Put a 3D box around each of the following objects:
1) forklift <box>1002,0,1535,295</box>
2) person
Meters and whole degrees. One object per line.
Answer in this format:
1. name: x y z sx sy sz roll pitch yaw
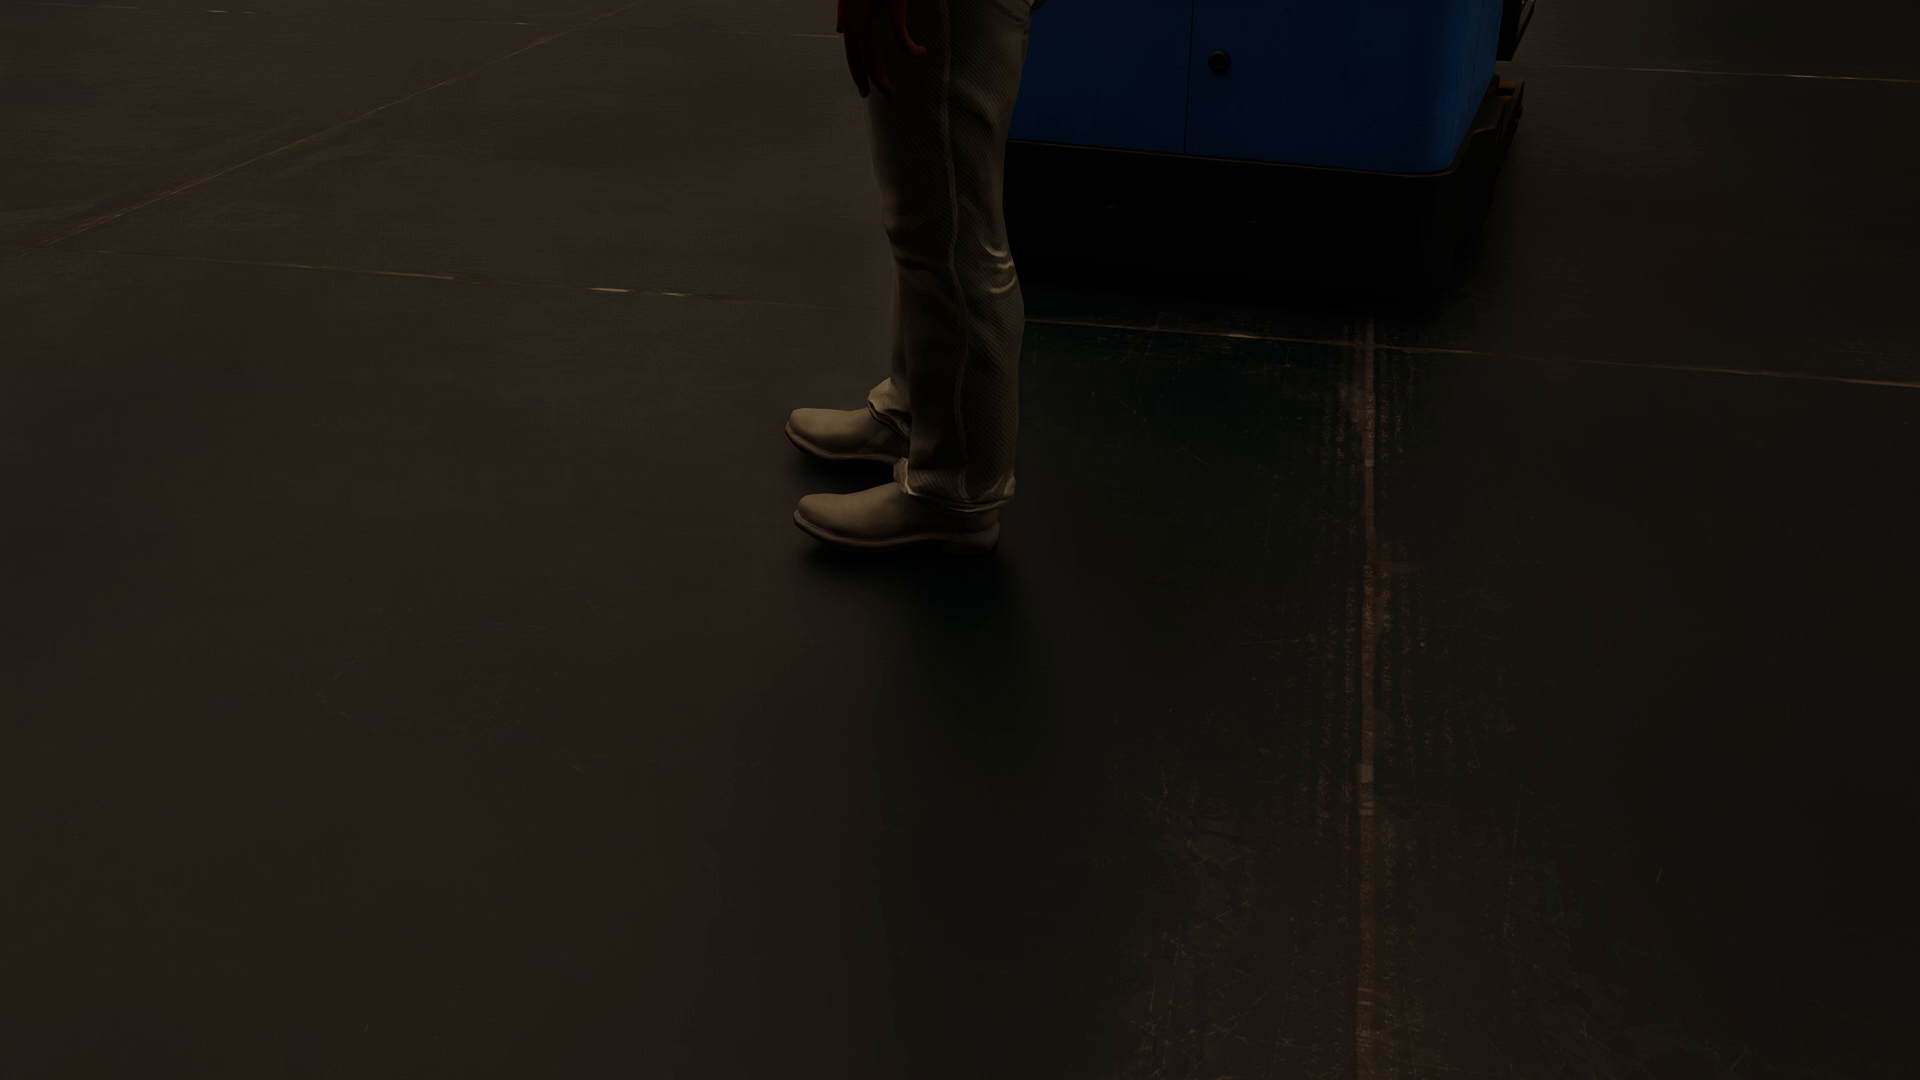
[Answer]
1. forklift: 0.984 -2.437 4.077 1.130 2.935 3.031 10 28 18
2. person: -0.067 -0.804 2.118 0.575 1.768 0.665 6 27 11
